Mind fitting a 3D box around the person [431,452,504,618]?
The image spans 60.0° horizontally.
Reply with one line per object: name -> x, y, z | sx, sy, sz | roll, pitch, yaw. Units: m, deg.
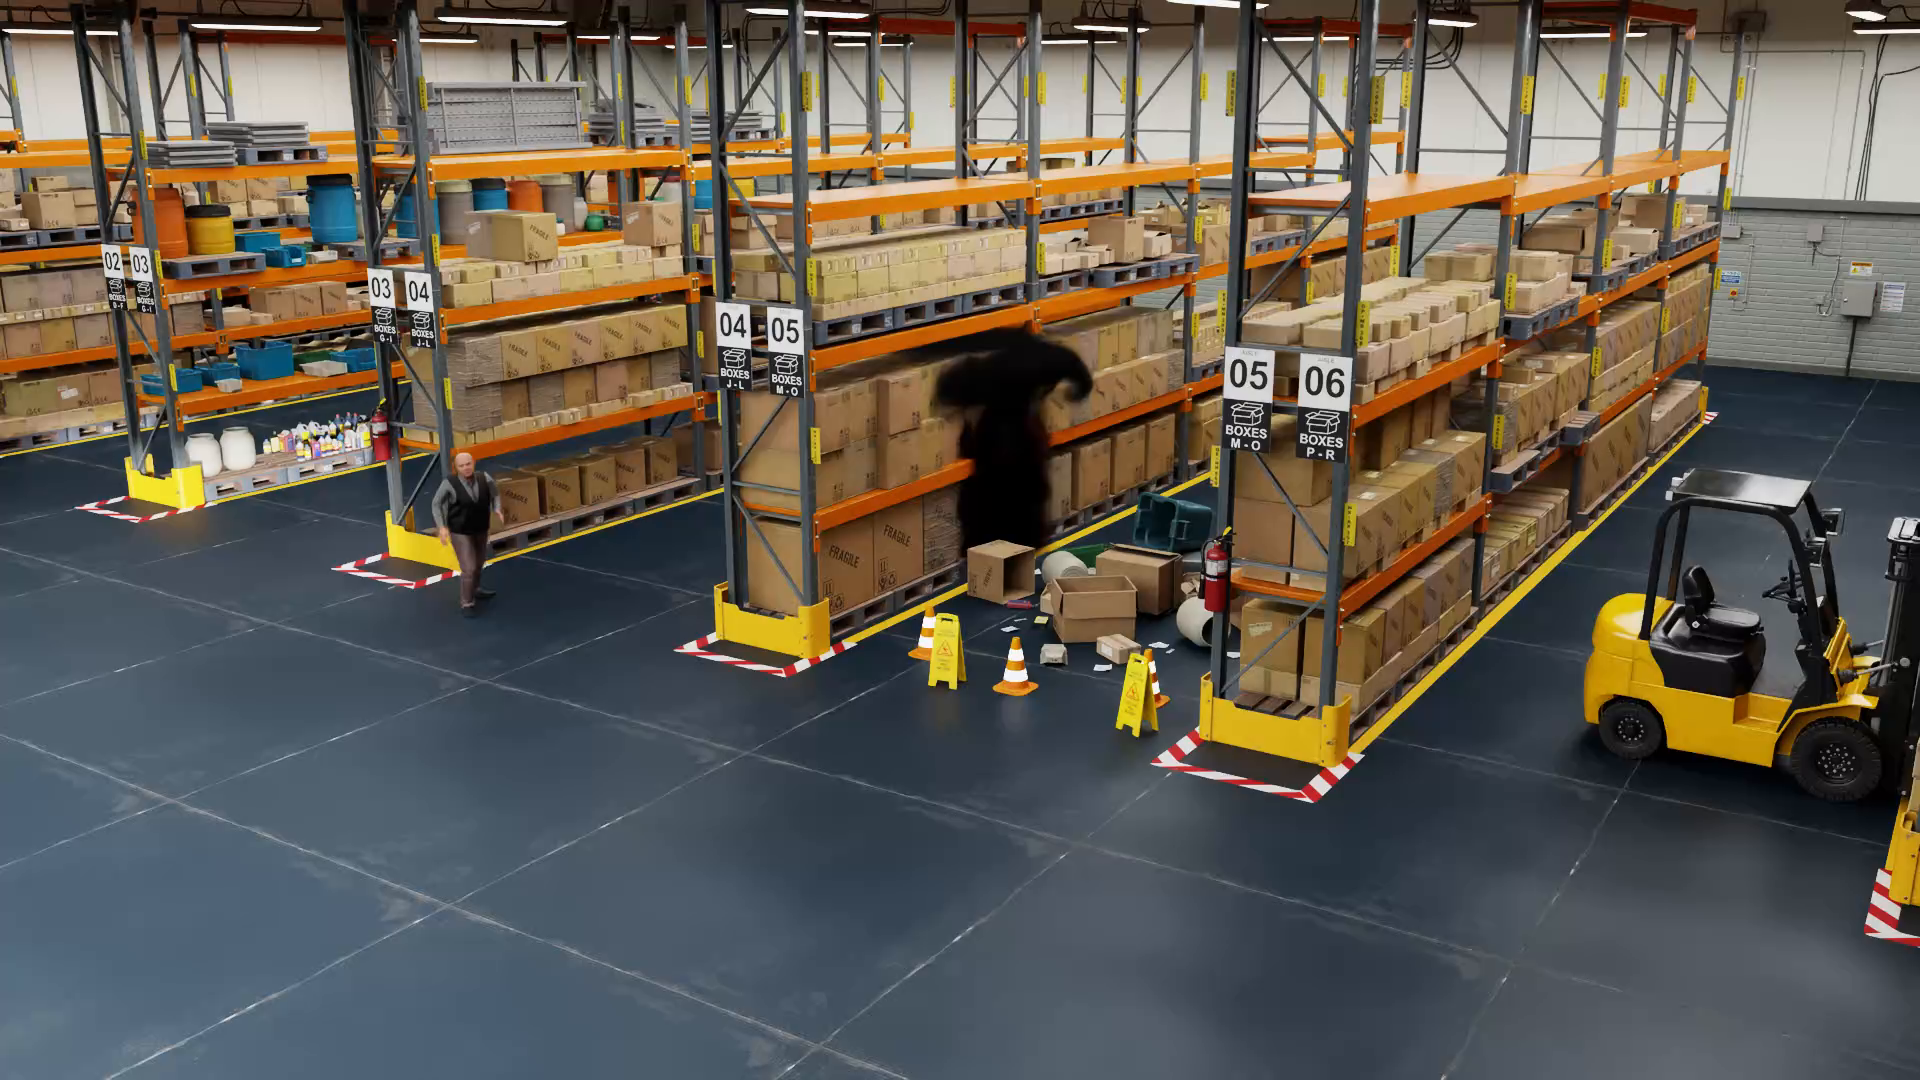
person -> -4.812, -0.085, 16.484 | 0.834, 1.656, 0.706 | 12, 19, 36
